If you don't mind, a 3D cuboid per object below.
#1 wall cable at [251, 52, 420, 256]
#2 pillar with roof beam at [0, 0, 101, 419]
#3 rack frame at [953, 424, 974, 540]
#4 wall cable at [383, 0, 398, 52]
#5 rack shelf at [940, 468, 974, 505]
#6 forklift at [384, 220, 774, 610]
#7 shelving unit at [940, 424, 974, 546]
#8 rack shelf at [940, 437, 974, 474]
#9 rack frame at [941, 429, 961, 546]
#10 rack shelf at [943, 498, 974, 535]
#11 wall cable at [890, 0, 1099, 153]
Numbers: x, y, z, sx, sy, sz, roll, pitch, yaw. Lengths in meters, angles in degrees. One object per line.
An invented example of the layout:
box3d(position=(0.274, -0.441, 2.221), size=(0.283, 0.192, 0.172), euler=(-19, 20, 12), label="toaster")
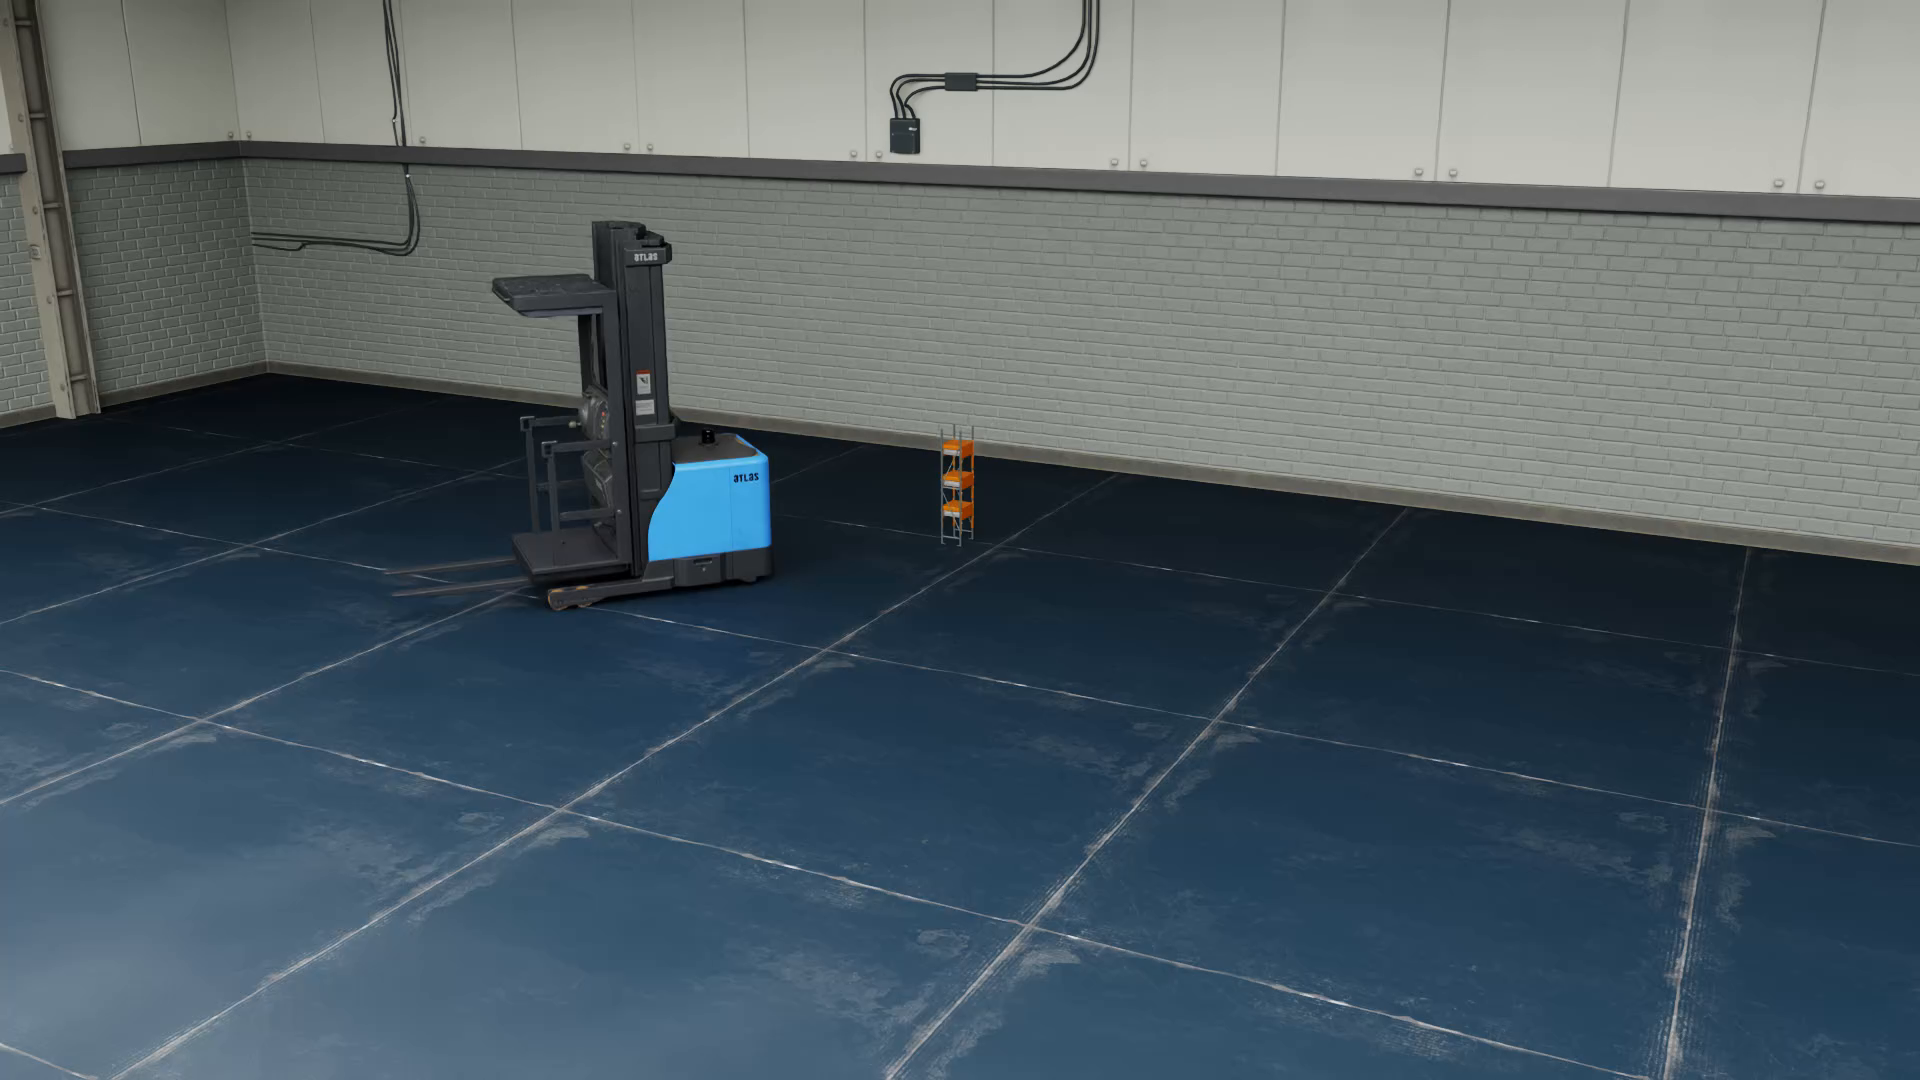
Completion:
box3d(position=(-8.178, -4.927, 21.260), size=(3.097, 2.526, 0.112), euler=(8, 18, 25), label="wall cable")
box3d(position=(-6.826, -5.285, 17.014), size=(9.100, 9.000, 0.400), euler=(8, 18, 25), label="pillar with roof beam")
box3d(position=(0.031, -0.521, 14.934), size=(0.200, 1.050, 0.008), euler=(8, 18, 25), label="rack frame")
box3d(position=(-5.758, -7.003, 19.382), size=(3.097, 2.526, 0.112), euler=(8, 18, 25), label="wall cable")
box3d(position=(-0.024, -0.479, 14.832), size=(0.215, 0.259, 0.240), euler=(8, 18, 25), label="rack shelf")
box3d(position=(-3.116, -1.020, 13.309), size=(3.031, 2.935, 1.130), euler=(-7, 18, -22), label="forklift")
box3d(position=(-0.024, -0.490, 14.829), size=(0.215, 1.050, 0.252), euler=(8, 18, 25), label="shelving unit")
box3d(position=(-0.024, -0.752, 14.751), size=(0.215, 0.259, 0.240), euler=(8, 18, 25), label="rack shelf")
box3d(position=(-0.078, -0.459, 14.724), size=(0.200, 1.050, 0.008), euler=(8, 18, 25), label="rack frame")
box3d(position=(-0.024, -0.213, 14.911), size=(0.215, 0.259, 0.240), euler=(8, 18, 25), label="rack shelf")
box3d(position=(0.308, -6.834, 16.254), size=(2.305, 6.003, 0.169), euler=(8, 18, 25), label="wall cable")
